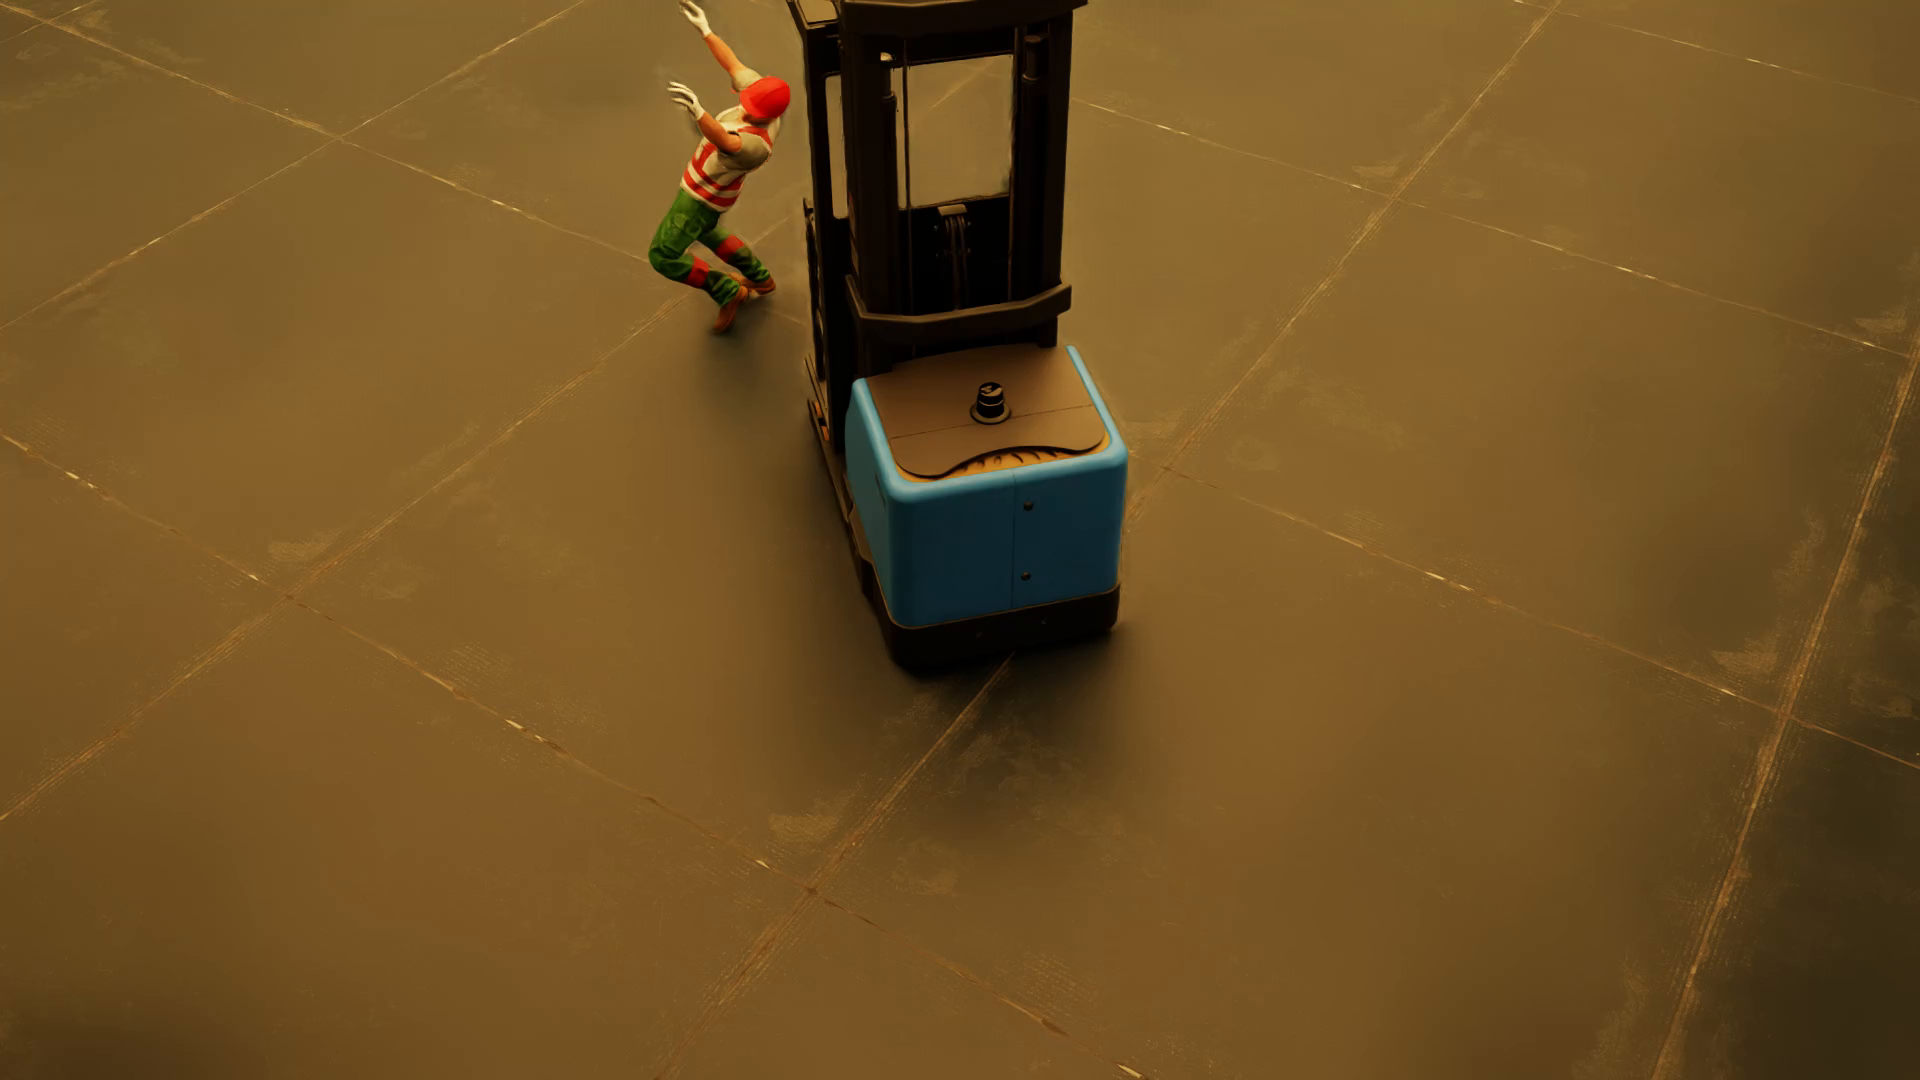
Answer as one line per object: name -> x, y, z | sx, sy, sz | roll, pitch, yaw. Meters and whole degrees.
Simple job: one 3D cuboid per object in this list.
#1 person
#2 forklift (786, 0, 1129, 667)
person -> -1.240, -1.868, 8.754 | 0.777, 1.645, 0.992 | 5, 44, 6
forklift -> -0.151, -1.539, 7.471 | 1.130, 2.935, 3.031 | -10, 44, -10
